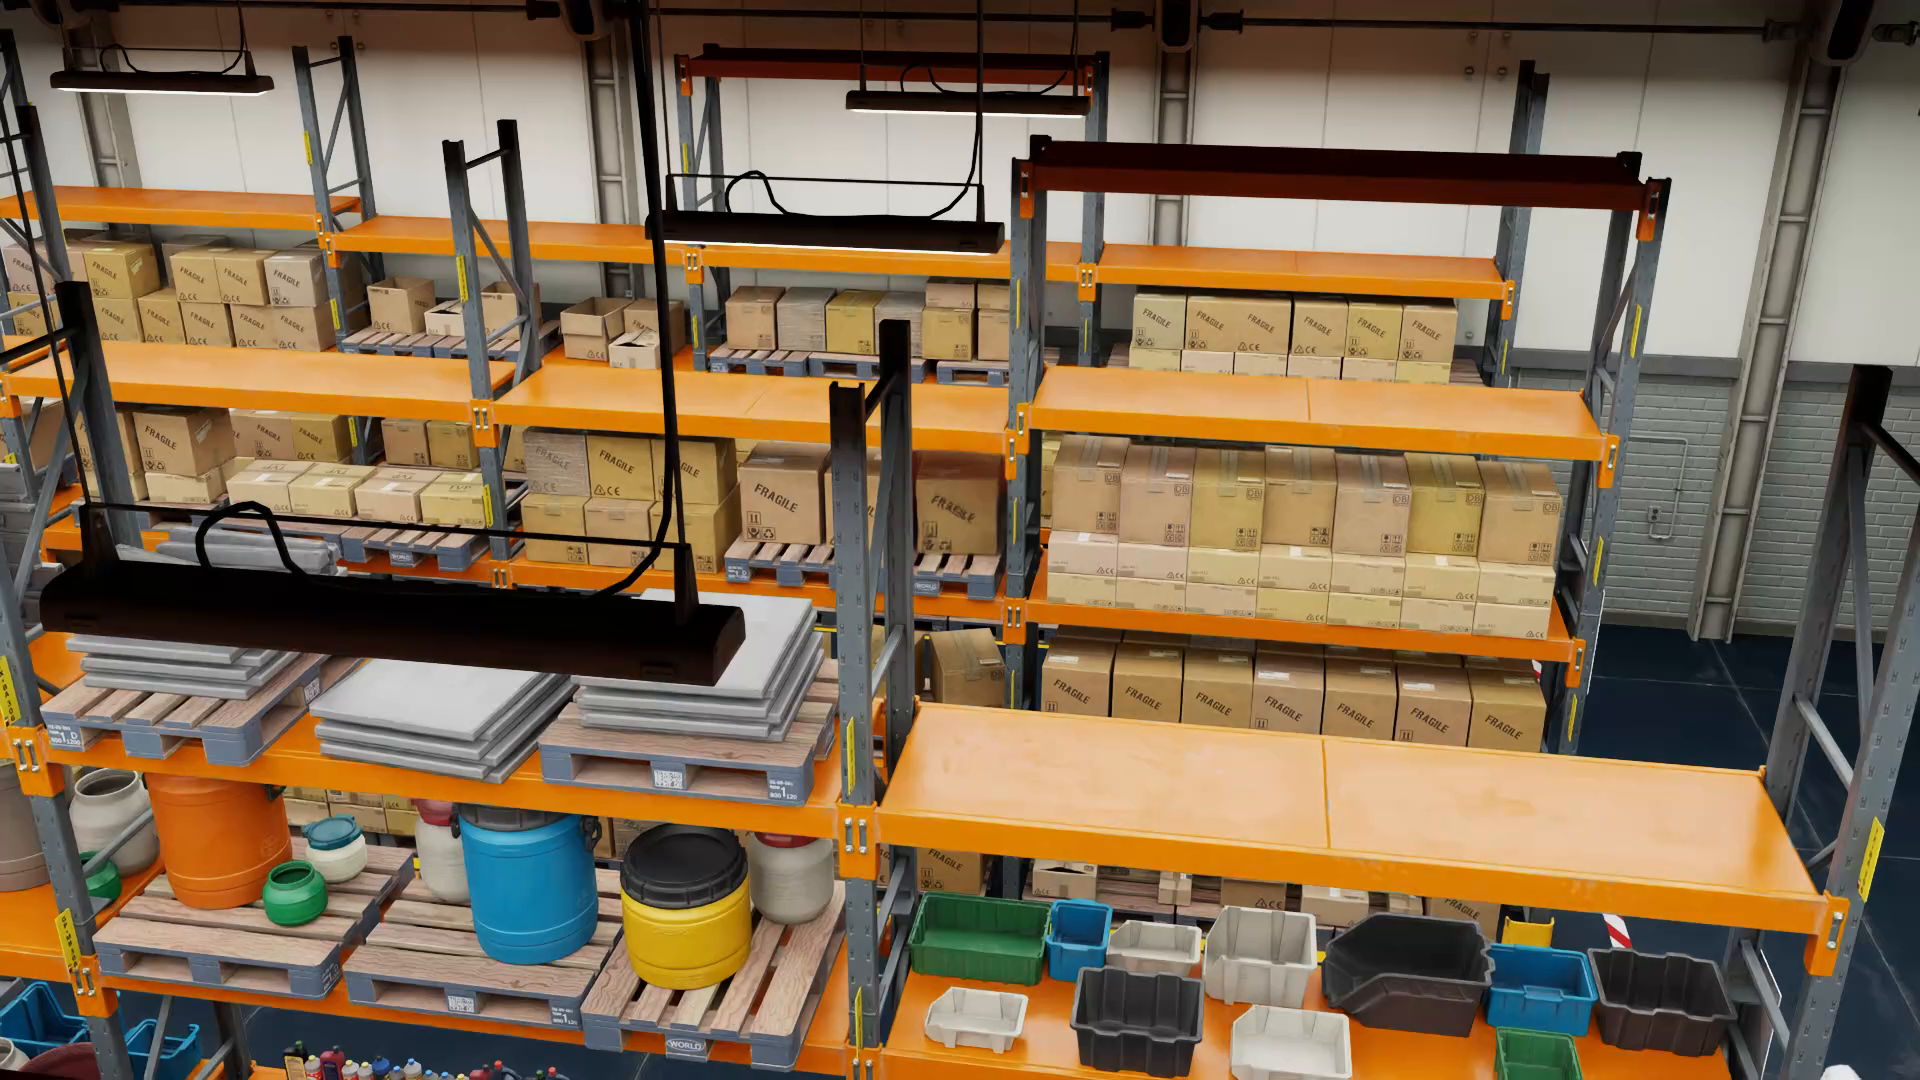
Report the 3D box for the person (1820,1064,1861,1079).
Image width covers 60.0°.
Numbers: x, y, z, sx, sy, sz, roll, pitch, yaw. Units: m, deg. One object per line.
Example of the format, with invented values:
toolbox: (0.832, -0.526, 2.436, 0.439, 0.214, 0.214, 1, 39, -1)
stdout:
person: (4.833, 3.655, 9.475, 0.620, 1.777, 0.701, 9, 25, 21)
